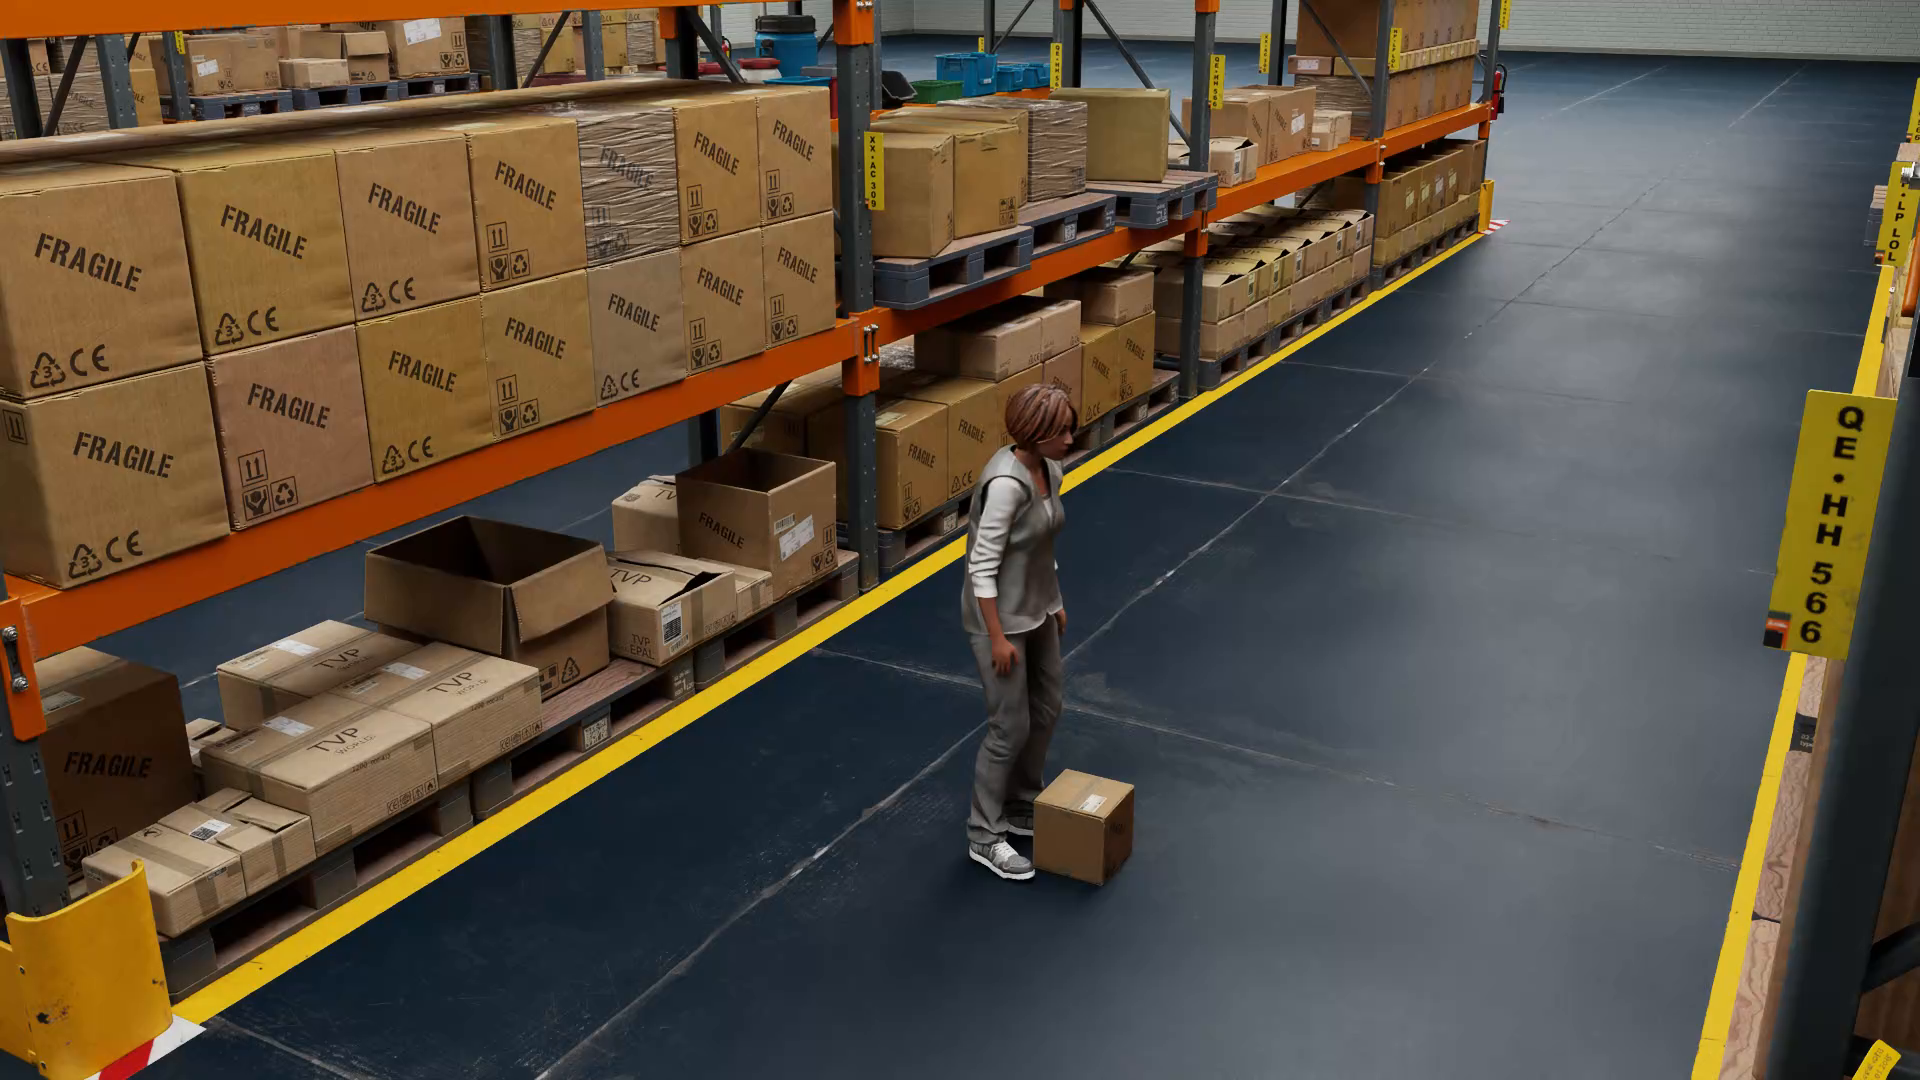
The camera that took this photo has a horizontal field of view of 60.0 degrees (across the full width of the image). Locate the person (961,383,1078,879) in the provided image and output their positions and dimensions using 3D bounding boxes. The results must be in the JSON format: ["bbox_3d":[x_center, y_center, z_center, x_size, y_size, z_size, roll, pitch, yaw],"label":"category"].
[{"bbox_3d":[0.197,0.274,5.323,0.364,1.593,0.454,11,22,28],"label":"person"}]
